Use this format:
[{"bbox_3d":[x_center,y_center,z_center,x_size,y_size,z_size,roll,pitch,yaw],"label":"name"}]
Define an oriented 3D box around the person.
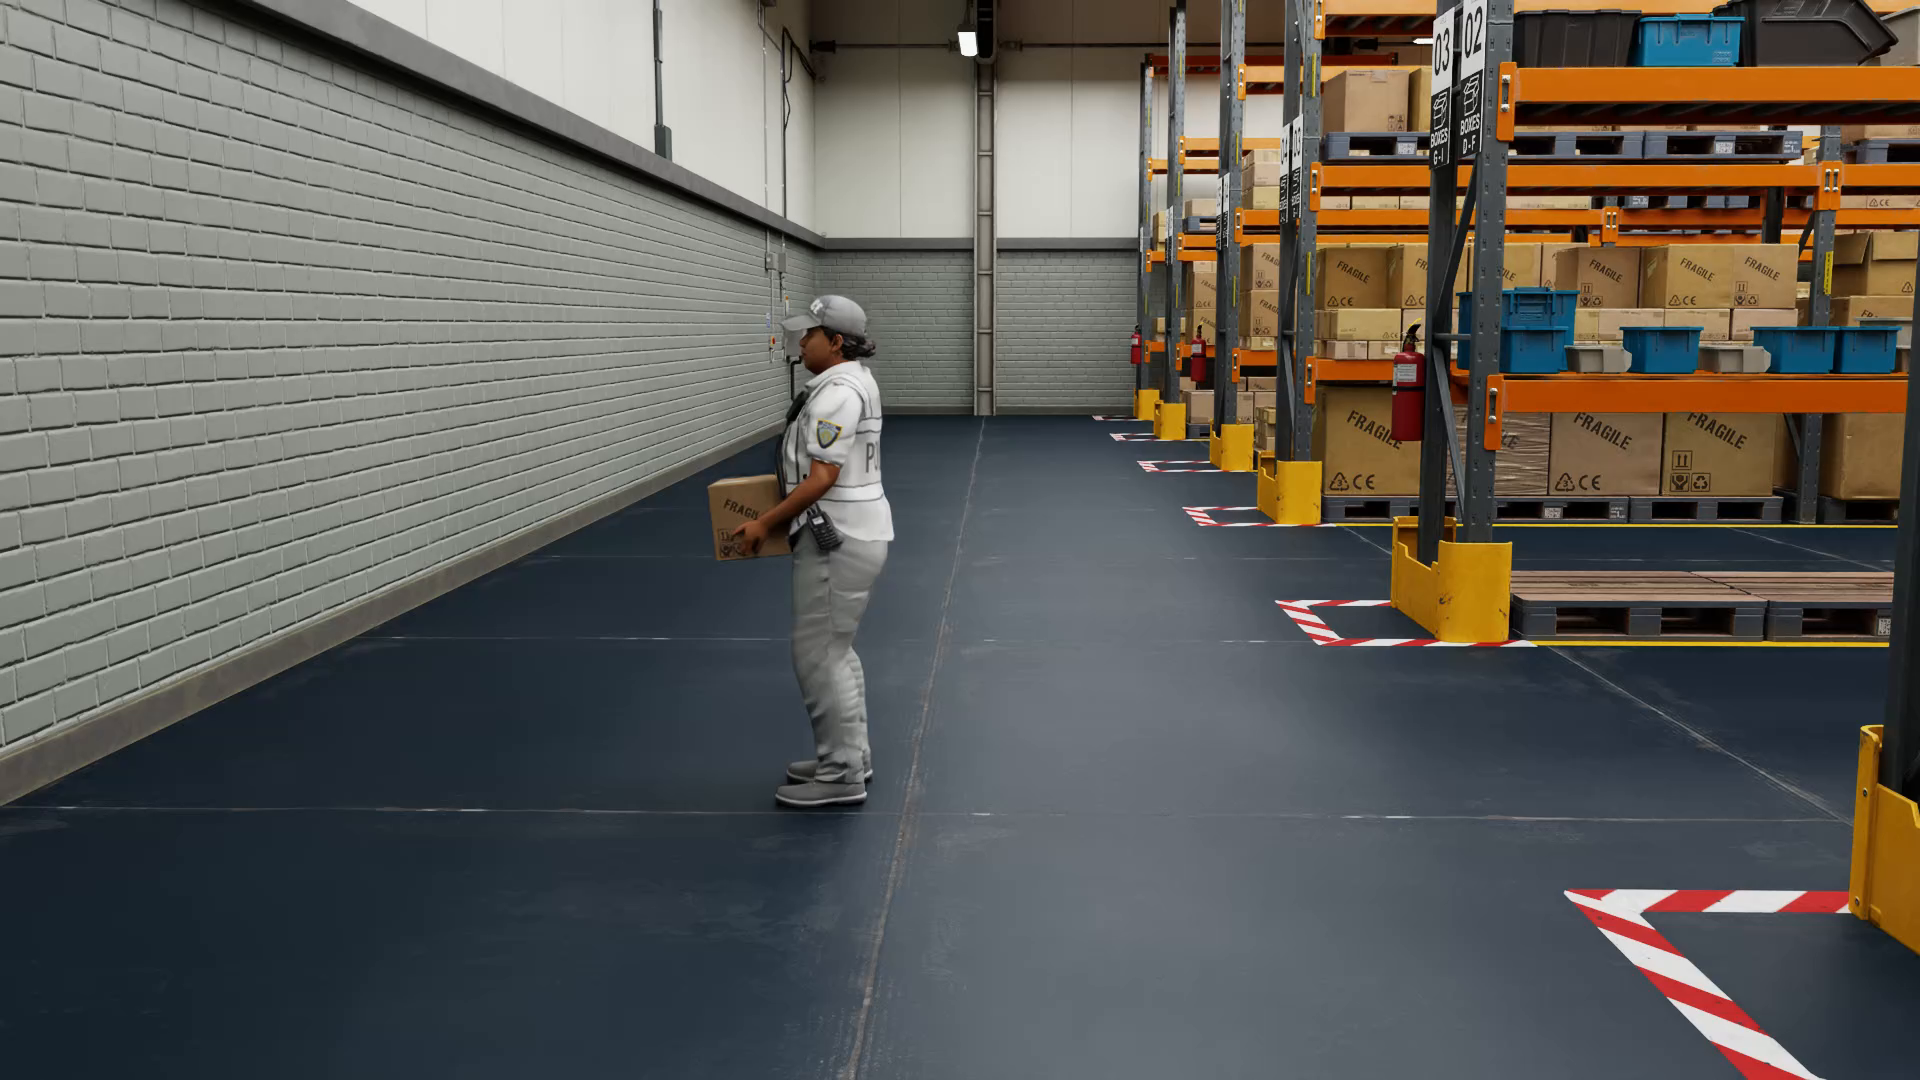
[{"bbox_3d":[-0.481,0.028,5.528,0.523,1.668,0.480,0,7,1],"label":"person"}]
